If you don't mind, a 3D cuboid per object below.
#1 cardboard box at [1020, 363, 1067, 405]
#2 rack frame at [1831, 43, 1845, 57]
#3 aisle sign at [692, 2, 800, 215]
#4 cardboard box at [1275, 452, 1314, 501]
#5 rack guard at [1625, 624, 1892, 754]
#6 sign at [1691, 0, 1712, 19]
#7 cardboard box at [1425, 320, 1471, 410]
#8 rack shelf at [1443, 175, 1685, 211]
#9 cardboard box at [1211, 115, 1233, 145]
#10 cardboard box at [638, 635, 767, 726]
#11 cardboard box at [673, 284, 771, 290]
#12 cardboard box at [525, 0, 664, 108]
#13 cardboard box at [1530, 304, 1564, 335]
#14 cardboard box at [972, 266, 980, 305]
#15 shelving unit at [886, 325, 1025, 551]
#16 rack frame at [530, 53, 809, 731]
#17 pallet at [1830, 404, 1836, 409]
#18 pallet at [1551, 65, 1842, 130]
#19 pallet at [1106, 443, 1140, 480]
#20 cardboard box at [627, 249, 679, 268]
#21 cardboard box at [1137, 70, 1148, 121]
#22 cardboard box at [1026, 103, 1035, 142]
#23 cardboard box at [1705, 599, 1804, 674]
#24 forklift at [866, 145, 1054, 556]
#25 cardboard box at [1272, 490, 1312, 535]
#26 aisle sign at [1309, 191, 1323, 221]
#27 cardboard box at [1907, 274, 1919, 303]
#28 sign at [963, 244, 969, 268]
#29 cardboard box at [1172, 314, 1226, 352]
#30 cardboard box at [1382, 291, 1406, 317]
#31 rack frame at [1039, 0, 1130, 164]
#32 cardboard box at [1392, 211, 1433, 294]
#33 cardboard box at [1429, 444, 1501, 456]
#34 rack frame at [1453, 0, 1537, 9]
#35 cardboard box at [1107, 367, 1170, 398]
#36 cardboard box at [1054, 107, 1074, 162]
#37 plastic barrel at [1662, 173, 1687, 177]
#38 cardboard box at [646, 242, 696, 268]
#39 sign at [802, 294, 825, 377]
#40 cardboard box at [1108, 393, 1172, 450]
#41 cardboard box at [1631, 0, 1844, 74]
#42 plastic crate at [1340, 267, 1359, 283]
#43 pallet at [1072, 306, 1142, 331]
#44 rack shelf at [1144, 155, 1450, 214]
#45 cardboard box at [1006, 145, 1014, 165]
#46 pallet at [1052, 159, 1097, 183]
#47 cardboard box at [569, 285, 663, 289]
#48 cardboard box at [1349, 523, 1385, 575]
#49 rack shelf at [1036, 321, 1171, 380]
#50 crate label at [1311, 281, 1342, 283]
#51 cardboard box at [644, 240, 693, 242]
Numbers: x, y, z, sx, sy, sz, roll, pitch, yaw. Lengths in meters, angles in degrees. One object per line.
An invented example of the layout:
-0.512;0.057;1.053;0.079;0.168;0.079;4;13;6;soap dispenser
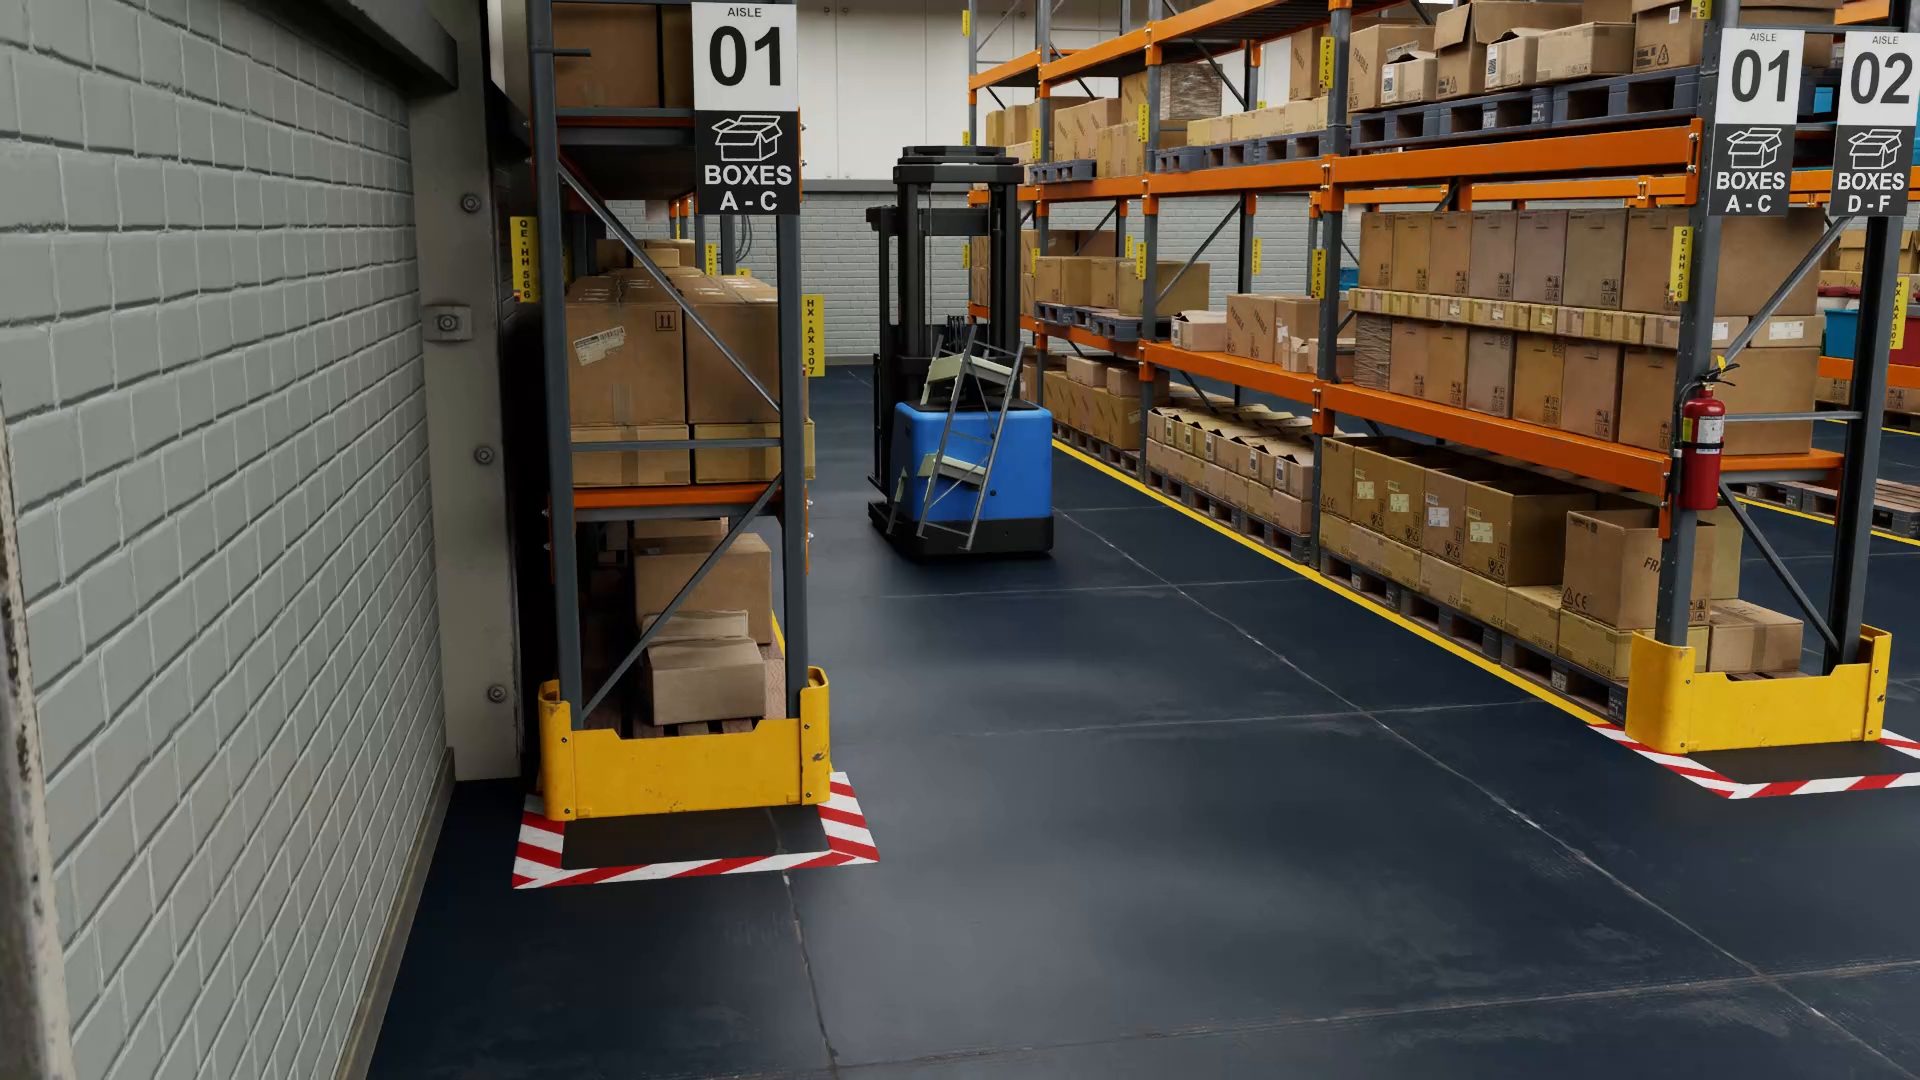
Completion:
1.009;-1.837;19.837;0.500;0.500;0.500;-2;11;-11;cardboard box
11.116;-6.062;20.477;1.000;3.000;0.127;-2;11;-11;rack frame
-0.819;-1.648;6.381;0.394;0.787;0.004;-2;11;-11;aisle sign
2.594;-0.483;11.941;0.500;0.311;0.500;-2;11;-11;cardboard box
3.736;0.678;7.797;1.175;0.500;0.348;-2;11;-11;rack guard
3.197;-2.407;7.140;0.100;0.325;0.005;-2;11;-11;sign
3.249;-1.067;10.013;0.700;0.500;0.500;-2;11;-10;cardboard box
6.646;-3.688;17.952;1.077;0.370;4.000;-2;11;-11;rack shelf
2.439;-3.451;14.061;0.500;0.250;0.500;-2;11;-9;cardboard box
-1.173;0.601;7.530;0.500;0.311;0.500;-3;11;-17;cardboard box
-1.218;-1.057;8.568;0.500;0.500;0.500;-2;11;-9;cardboard box
-1.456;-1.973;6.698;0.500;0.500;0.500;-1;11;-7;cardboard box
3.270;-1.174;8.842;0.380;0.149;0.250;-2;11;-9;cardboard box
0.447;-3.447;22.516;0.500;0.500;0.500;-2;11;-10;cardboard box
-0.042;-0.709;11.767;0.431;1.500;0.755;16;-4;-19;shelving unit
-1.127;-0.373;6.636;1.000;3.000;0.127;-2;11;-11;rack frame
11.044;-1.887;22.047;1.003;0.211;1.213;-2;11;-11;pallet
3.619;-2.115;8.000;1.003;0.211;1.213;-2;11;-11;pallet
2.068;-0.790;16.282;1.003;0.211;1.213;-2;11;-11;pallet
-2.509;-2.304;13.600;0.380;0.149;0.250;-4;12;-21;cardboard box
1.998;-4.209;15.825;0.500;0.500;0.500;-2;11;-11;cardboard box
1.204;-5.045;20.217;0.700;0.500;0.500;-2;11;-11;cardboard box
3.845;0.484;8.363;0.500;0.250;0.500;-2;11;-11;cardboard box
-0.127;-1.555;13.028;1.130;2.935;3.031;-2;11;-11;forklift
2.589;-0.209;12.002;0.500;0.250;0.500;-2;11;-12;cardboard box
5.174;-4.948;23.716;0.394;0.787;0.004;-2;11;-11;aisle sign
11.261;-2.792;19.074;0.500;0.500;0.500;-2;11;-10;cardboard box
0.087;-3.894;22.819;0.100;0.325;0.005;-2;11;-11;sign
2.160;-1.807;14.404;0.500;0.311;0.500;-2;11;-12;cardboard box
2.917;-1.506;10.584;0.380;0.149;0.250;-2;11;-13;cardboard box
1.398;-5.702;18.588;1.000;3.000;0.127;-2;11;-11;rack frame
3.146;-1.800;10.397;0.700;0.500;0.500;-2;11;-11;cardboard box
3.344;-0.343;10.699;0.500;0.500;0.500;-2;11;-11;cardboard box
6.257;-5.882;19.531;1.000;3.000;0.127;-2;11;-11;rack frame
1.748;-1.551;16.327;0.500;0.250;0.500;-2;11;-9;cardboard box
1.423;-4.438;18.311;0.600;0.600;0.600;-3;11;-16;cardboard box
6.795;-3.661;15.589;0.421;0.512;0.421;0;11;0;plastic barrel
-2.524;-2.512;14.750;0.500;0.250;0.500;-2;11;-10;cardboard box
-0.595;-0.818;6.659;0.100;0.325;0.005;-2;11;-11;sign
1.763;-1.173;16.344;0.500;0.500;0.500;-2;11;-9;cardboard box
3.624;-2.459;7.798;0.797;0.503;0.637;-1;11;-7;cardboard box
5.728;-3.660;23.651;0.616;0.435;0.499;-2;11;-11;plastic crate
1.793;-2.284;17.186;1.003;0.211;1.213;-2;11;-11;pallet
2.565;-2.775;13.154;1.077;0.370;4.000;-2;11;-11;rack shelf
0.848;-4.663;20.217;0.500;0.250;0.500;-2;11;-11;cardboard box
1.660;-3.824;17.246;1.213;0.211;1.003;-2;11;-11;pallet
-1.718;-1.036;8.461;0.500;0.500;0.500;-2;11;-10;cardboard box
2.839;0.045;10.671;0.500;0.250;0.500;-2;11;-11;cardboard box
1.787;-2.035;17.289;1.077;0.370;4.000;-2;11;-11;rack shelf
5.204;-3.558;23.656;0.416;0.233;0.303;-2;11;-11;crate label
-2.830;-2.790;16.212;0.500;0.250;0.500;-2;11;-12;cardboard box
